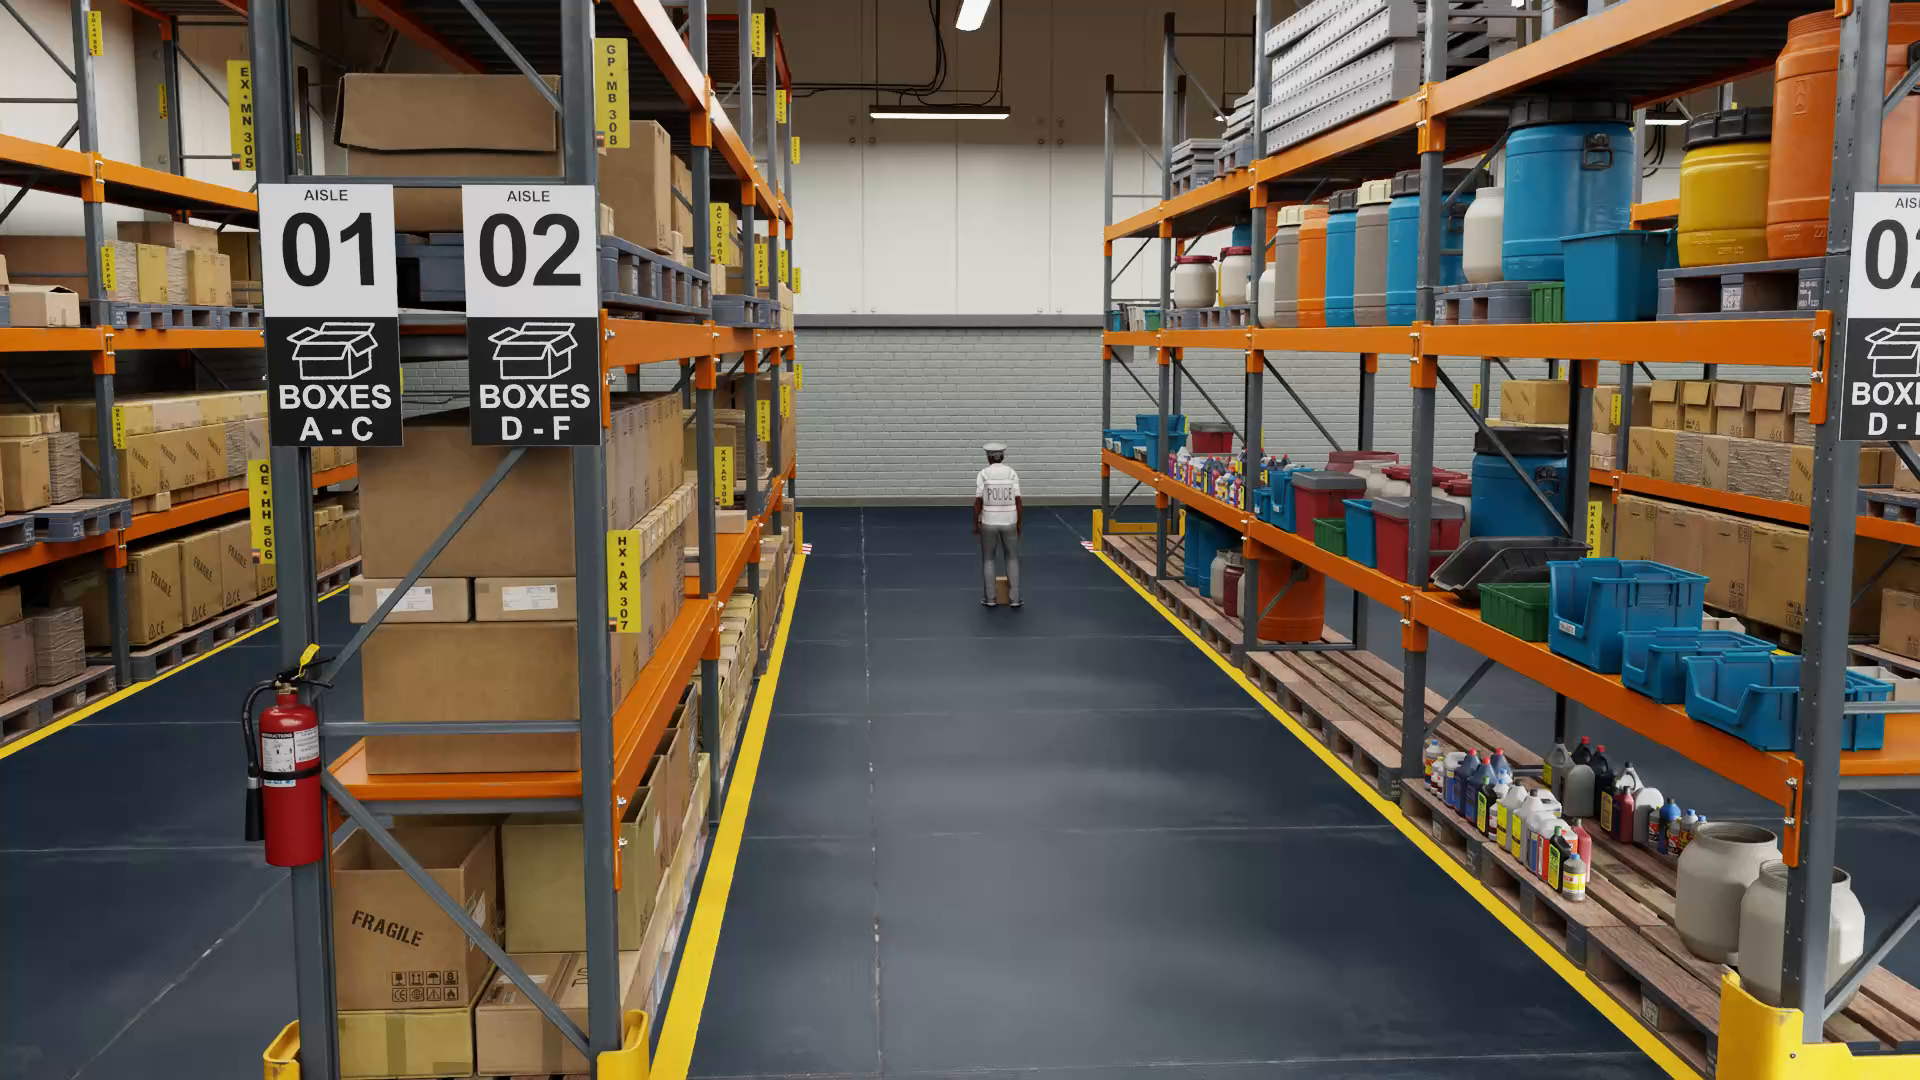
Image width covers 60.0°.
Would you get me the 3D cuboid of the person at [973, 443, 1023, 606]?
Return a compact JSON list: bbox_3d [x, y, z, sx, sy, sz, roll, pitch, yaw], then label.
[{"bbox_3d":[0.396,-0.151,16.973,0.529,1.663,0.419,-1,7,-6],"label":"person"}]
